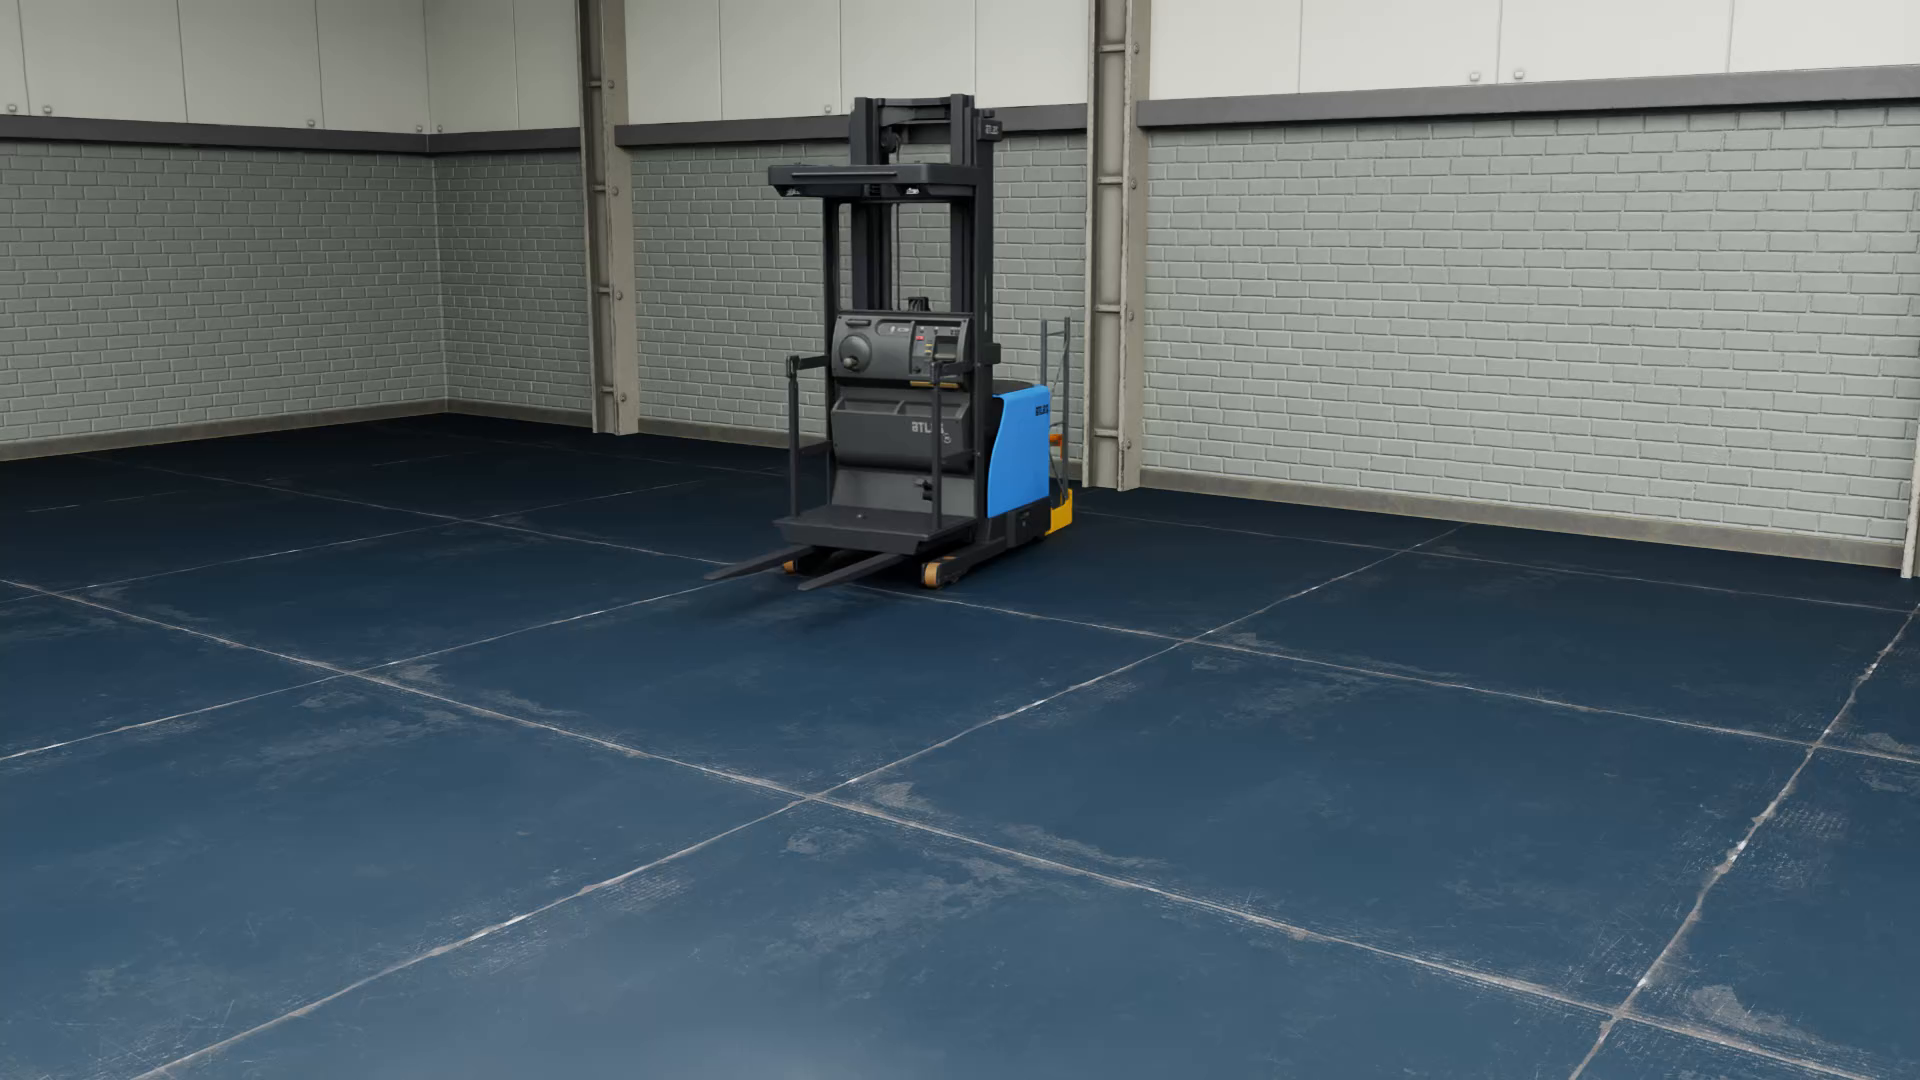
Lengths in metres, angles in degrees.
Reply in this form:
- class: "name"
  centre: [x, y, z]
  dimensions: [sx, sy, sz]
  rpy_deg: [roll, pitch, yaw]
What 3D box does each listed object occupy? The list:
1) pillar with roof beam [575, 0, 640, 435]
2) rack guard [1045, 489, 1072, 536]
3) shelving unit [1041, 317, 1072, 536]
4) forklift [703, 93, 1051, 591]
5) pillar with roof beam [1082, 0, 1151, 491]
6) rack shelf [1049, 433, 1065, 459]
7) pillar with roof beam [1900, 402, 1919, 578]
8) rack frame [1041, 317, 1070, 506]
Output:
- class: "pillar with roof beam"
  centre: [-6.124, -4.878, 13.054]
  dimensions: [0.400, 9.000, 9.100]
  rpy_deg: [8, 13, 36]
- class: "rack guard"
  centre: [0.670, -0.202, 11.915]
  dimensions: [0.087, 0.250, 0.587]
  rpy_deg: [5, 12, 23]
- class: "shelving unit"
  centre: [0.214, -0.854, 11.993]
  dimensions: [1.083, 1.500, 0.587]
  rpy_deg: [5, 12, 23]
- class: "forklift"
  centre: [-0.469, -1.238, 10.214]
  dimensions: [1.130, 2.935, 3.031]
  rpy_deg: [5, 12, 25]
- class: "pillar with roof beam"
  centre: [-1.288, -4.204, 9.567]
  dimensions: [0.400, 9.000, 9.100]
  rpy_deg: [8, 13, 36]
- class: "rack shelf"
  centre: [0.206, -0.678, 12.031]
  dimensions: [1.000, 0.185, 0.538]
  rpy_deg: [5, 12, 23]
- class: "pillar with roof beam"
  centre: [3.548, -3.529, 6.080]
  dimensions: [0.400, 9.000, 9.100]
  rpy_deg: [8, 13, 36]
- class: "rack frame"
  centre: [0.671, -0.815, 11.796]
  dimensions: [0.032, 1.500, 0.500]
  rpy_deg: [5, 12, 23]
